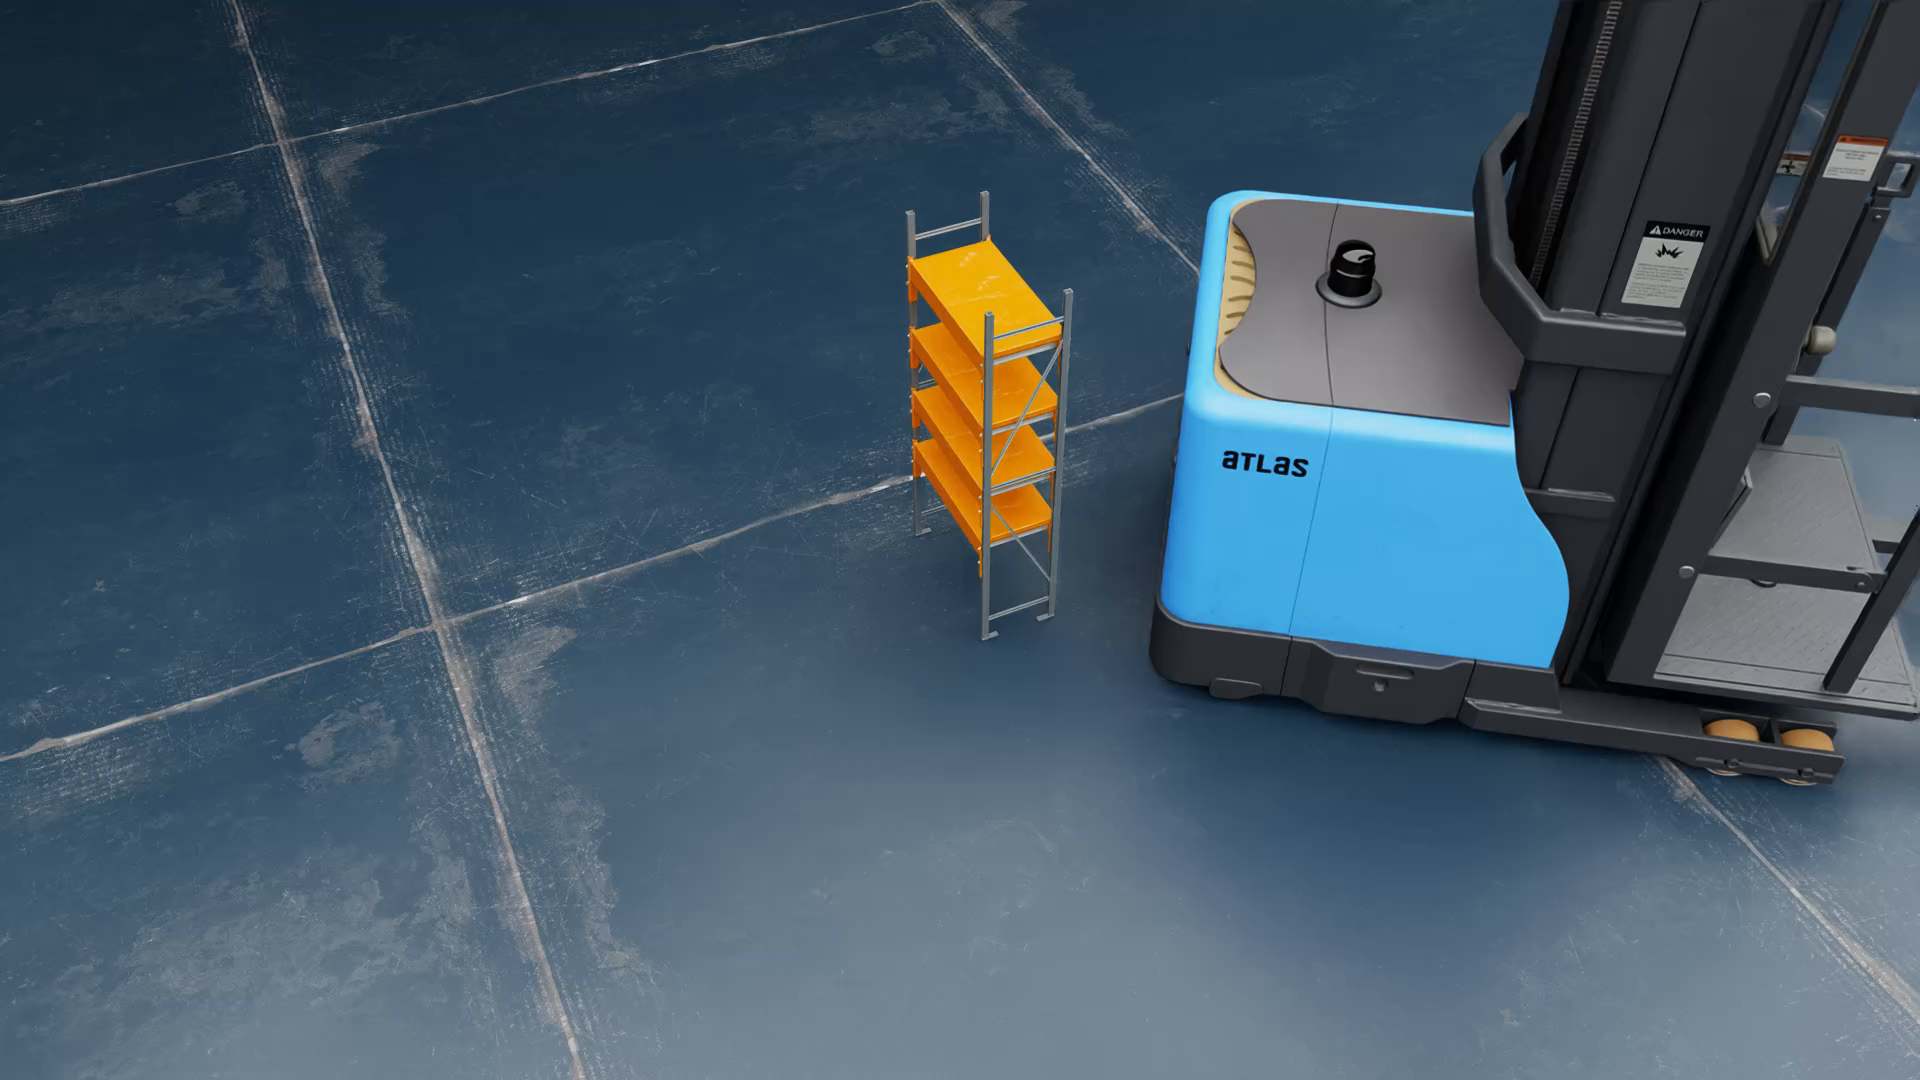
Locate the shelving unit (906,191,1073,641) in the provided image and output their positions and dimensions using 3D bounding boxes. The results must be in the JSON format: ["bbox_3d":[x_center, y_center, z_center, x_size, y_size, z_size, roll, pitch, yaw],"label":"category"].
[{"bbox_3d":[0.070,-0.322,4.722,0.258,1.200,0.503,-18,47,-17],"label":"shelving unit"}]

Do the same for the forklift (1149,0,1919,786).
[{"bbox_3d":[2.113,-0.775,3.949,3.031,2.935,1.130,7,45,7],"label":"forklift"}]

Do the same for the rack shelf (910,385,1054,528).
[{"bbox_3d":[0.070,-0.274,4.769,0.258,0.148,0.480,-18,47,-17],"label":"rack shelf"}]

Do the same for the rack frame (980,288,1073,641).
[{"bbox_3d":[0.172,-0.166,4.564,0.240,1.200,0.015,-18,47,-17],"label":"rack frame"}]

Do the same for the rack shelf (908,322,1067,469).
[{"bbox_3d":[0.070,-0.433,4.612,0.258,0.148,0.480,-18,47,-17],"label":"rack shelf"}]

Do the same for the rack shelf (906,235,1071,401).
[{"bbox_3d":[0.070,-0.601,4.446,0.258,0.148,0.480,-18,47,-17],"label":"rack shelf"}]

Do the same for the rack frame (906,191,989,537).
[{"bbox_3d":[-0.033,-0.477,4.879,0.240,1.200,0.015,-18,47,-17],"label":"rack frame"}]

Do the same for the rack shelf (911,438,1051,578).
[{"bbox_3d":[0.070,-0.132,4.908,0.258,0.148,0.480,-18,47,-17],"label":"rack shelf"}]
